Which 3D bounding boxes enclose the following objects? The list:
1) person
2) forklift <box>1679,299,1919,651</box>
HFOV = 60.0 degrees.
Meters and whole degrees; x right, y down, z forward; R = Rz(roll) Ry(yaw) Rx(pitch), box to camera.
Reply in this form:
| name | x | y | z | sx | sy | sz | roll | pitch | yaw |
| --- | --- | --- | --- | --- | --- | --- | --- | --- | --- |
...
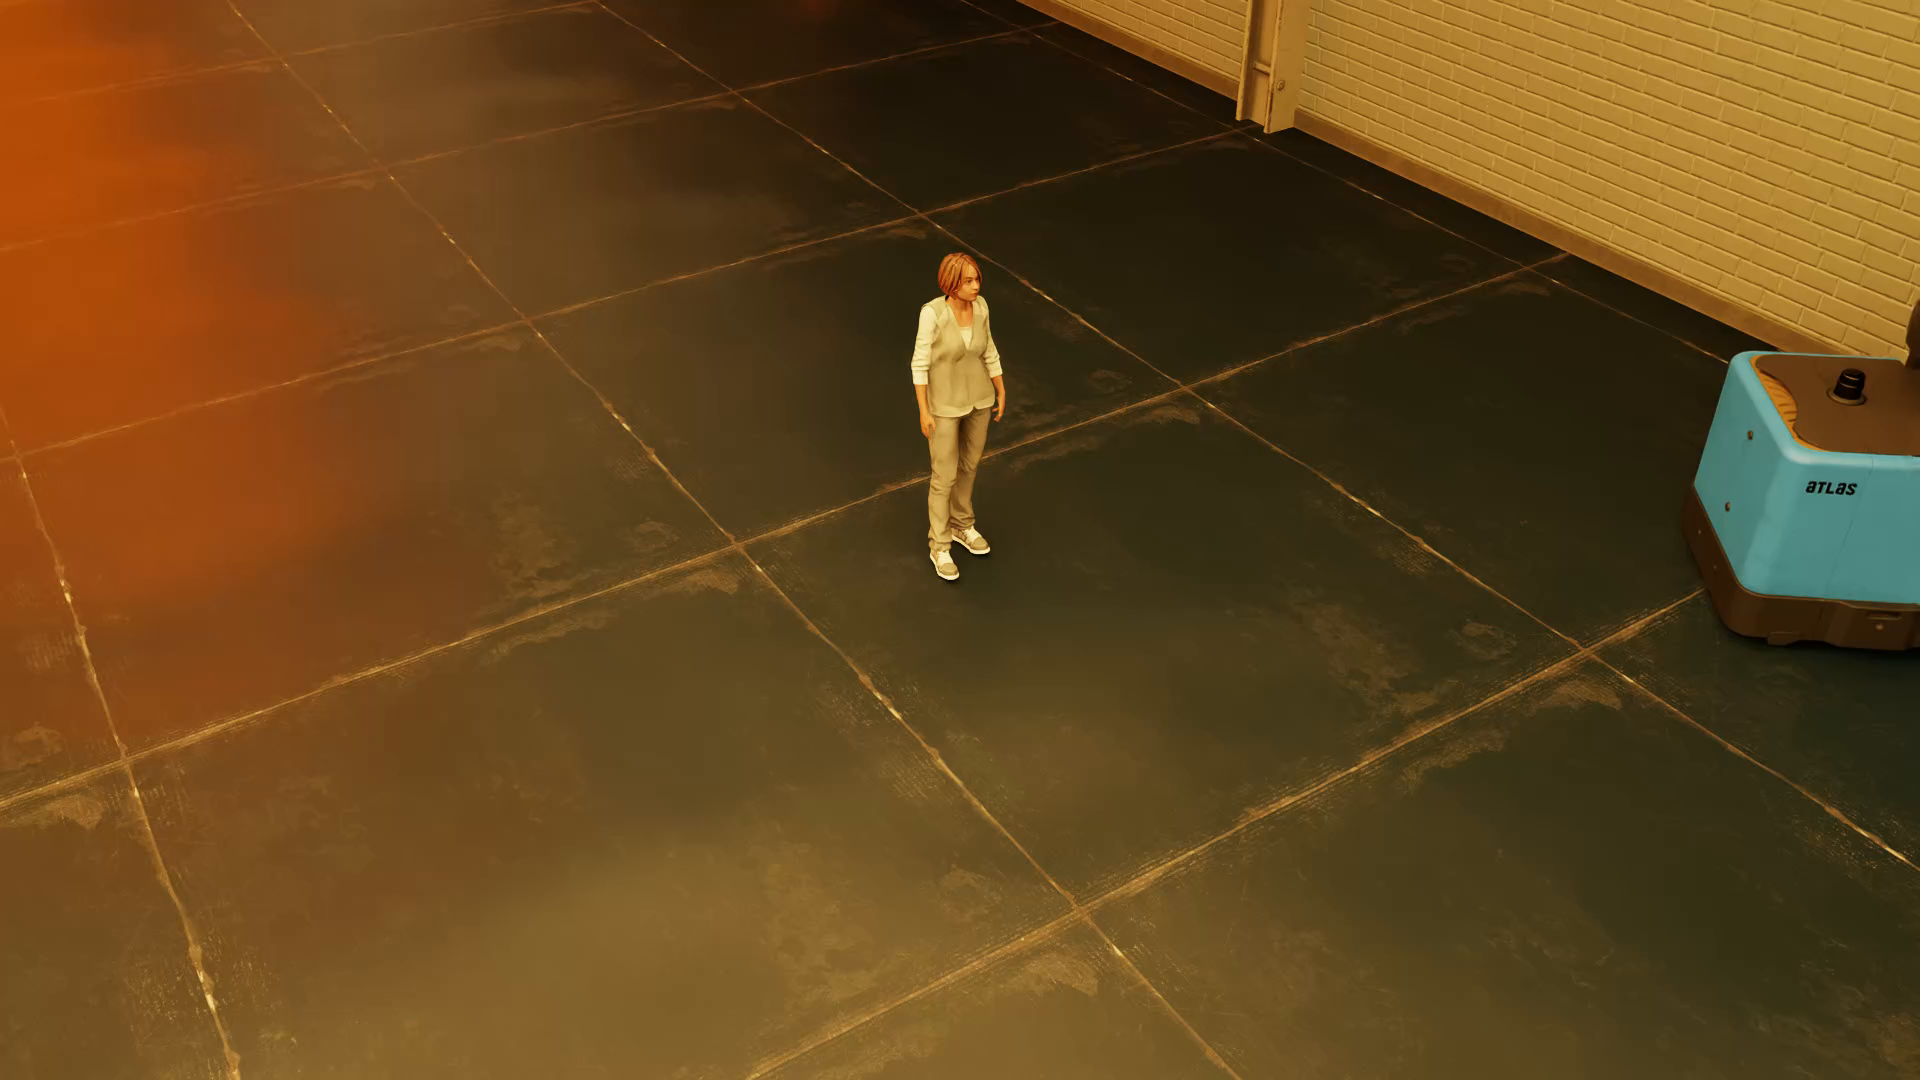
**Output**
| name | x | y | z | sx | sy | sz | roll | pitch | yaw |
| --- | --- | --- | --- | --- | --- | --- | --- | --- | --- |
| person | 0.029 | -0.619 | 8.176 | 0.520 | 1.599 | 0.473 | -21 | 40 | -27 |
| forklift | 5.225 | -0.893 | 7.419 | 3.031 | 2.935 | 1.130 | 4 | 35 | 5 |
